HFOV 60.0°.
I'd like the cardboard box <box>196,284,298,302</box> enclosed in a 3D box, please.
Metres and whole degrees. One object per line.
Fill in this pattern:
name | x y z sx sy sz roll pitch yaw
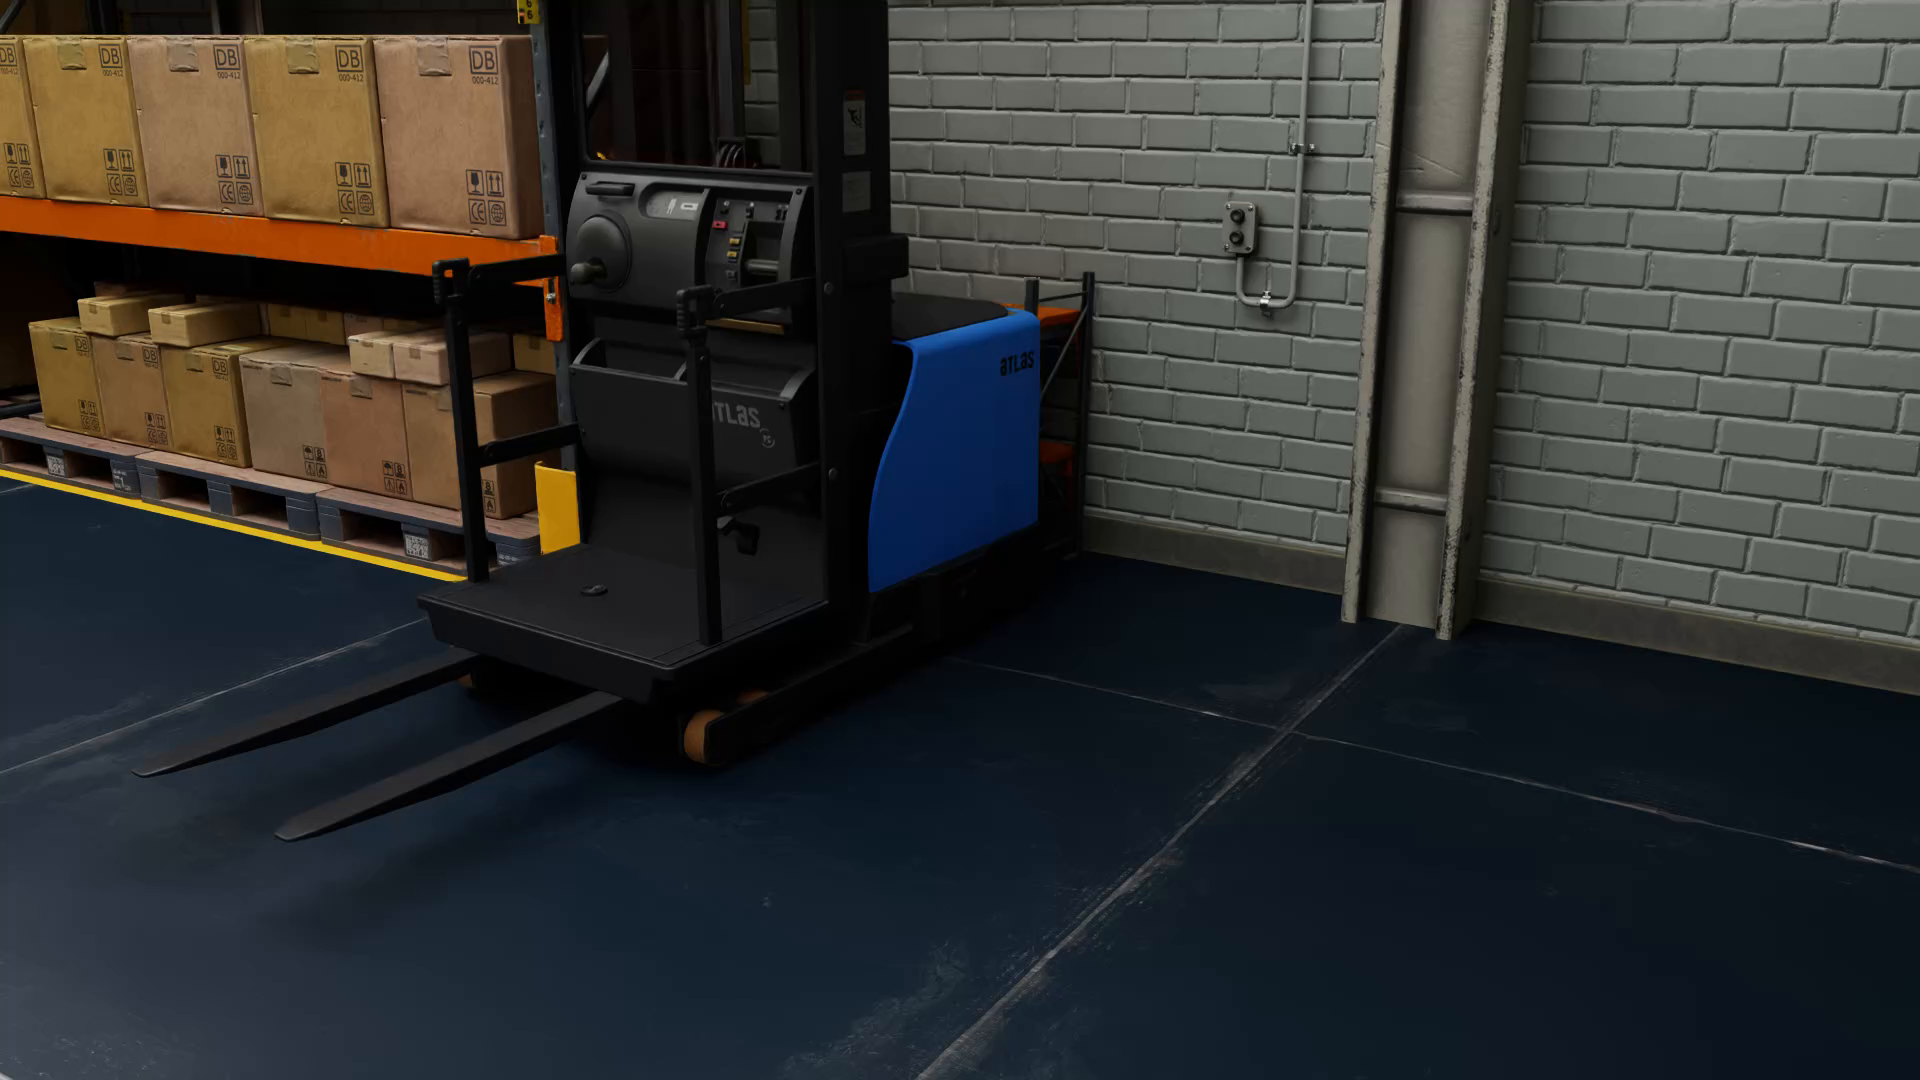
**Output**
cardboard box | -3.316 -1.088 7.765 0.250 0.149 0.380 9 19 28

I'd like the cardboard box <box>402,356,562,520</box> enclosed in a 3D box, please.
cardboard box | -1.795 -0.439 6.743 0.500 0.500 0.700 10 20 30

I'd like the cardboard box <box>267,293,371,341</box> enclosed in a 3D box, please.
cardboard box | -2.881 -1.011 7.509 0.250 0.149 0.380 10 19 29

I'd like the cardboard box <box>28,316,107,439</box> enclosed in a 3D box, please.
cardboard box | -3.972 -0.826 8.019 0.500 0.500 0.700 10 20 31

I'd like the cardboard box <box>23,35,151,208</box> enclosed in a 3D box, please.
cardboard box | -3.482 -1.905 7.476 0.700 0.700 0.980 10 19 29

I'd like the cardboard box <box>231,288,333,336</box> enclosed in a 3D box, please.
cardboard box | -3.101 -1.050 7.638 0.250 0.149 0.380 10 20 31

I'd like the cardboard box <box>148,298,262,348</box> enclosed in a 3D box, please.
cardboard box | -3.330 -0.960 7.343 0.250 0.149 0.380 9 19 28

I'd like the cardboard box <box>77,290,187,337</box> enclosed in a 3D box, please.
cardboard box | -3.775 -1.039 7.604 0.250 0.149 0.380 11 20 32

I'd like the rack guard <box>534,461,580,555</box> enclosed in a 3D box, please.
rack guard | -1.126 -0.152 6.523 0.348 0.500 1.175 10 20 30

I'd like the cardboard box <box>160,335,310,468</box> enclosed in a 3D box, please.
cardboard box | -3.109 -0.670 7.505 0.500 0.500 0.700 11 20 31

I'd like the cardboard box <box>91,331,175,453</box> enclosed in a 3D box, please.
cardboard box | -3.545 -0.749 7.764 0.500 0.500 0.700 10 20 30

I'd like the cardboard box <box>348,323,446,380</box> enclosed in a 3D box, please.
cardboard box | -2.218 -0.762 6.691 0.250 0.149 0.380 11 20 32

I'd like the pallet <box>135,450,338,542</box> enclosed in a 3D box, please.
pallet | -2.904 -0.306 7.525 1.213 0.211 1.003 10 20 30

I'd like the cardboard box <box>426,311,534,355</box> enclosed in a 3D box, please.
cardboard box | -2.016 -0.856 7.002 0.250 0.149 0.380 10 20 30

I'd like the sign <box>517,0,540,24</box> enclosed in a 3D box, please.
sign | -1.442 -1.887 5.533 0.005 0.325 0.100 10 20 30

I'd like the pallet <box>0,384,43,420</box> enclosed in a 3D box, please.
pallet | -5.252 -0.725 8.905 1.213 0.211 1.003 10 20 30

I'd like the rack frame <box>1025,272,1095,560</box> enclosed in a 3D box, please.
rack frame | 0.364 -0.441 6.350 0.032 1.125 0.500 10 16 30

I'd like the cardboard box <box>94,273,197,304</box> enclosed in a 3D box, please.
cardboard box | -3.991 -1.208 8.159 0.250 0.149 0.380 10 20 30

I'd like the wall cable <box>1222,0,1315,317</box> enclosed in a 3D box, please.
wall cable | 0.439 -1.878 6.154 1.851 1.984 0.084 10 20 30

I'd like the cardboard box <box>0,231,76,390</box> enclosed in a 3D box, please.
cardboard box | -5.177 -1.200 8.645 0.750 0.750 0.750 10 20 31

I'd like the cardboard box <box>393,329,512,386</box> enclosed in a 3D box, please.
cardboard box | -2.000 -0.723 6.564 0.250 0.149 0.380 10 19 29

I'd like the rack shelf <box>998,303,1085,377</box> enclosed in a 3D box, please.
rack shelf | -0.064 -0.800 6.529 1.000 0.278 0.538 10 16 30

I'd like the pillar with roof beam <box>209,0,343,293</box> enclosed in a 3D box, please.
pillar with roof beam | -5.759 -3.873 4.147 0.400 9.000 9.100 10 20 30

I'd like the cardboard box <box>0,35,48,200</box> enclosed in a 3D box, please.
cardboard box | -4.101 -2.017 7.846 0.700 0.700 0.980 10 20 31

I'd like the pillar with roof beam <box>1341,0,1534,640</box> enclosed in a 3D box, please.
pillar with roof beam | -0.646 -2.960 1.143 0.400 9.000 9.100 10 20 30

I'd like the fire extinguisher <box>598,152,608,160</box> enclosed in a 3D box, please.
fire extinguisher | -1.260 -0.999 5.785 0.183 0.674 0.296 10 20 30

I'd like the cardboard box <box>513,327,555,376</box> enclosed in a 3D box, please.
cardboard box | -1.584 -0.780 6.749 0.250 0.149 0.380 10 20 30

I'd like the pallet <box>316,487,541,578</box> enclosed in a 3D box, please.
pallet | -1.869 -0.120 6.913 1.213 0.211 1.003 10 20 30

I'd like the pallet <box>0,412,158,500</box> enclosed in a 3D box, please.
pallet | -3.948 -0.491 8.135 1.213 0.211 1.003 10 20 30

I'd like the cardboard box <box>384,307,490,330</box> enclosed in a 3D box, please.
cardboard box | -2.229 -0.895 7.128 0.250 0.149 0.380 10 20 31

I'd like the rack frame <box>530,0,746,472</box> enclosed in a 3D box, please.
rack frame | -1.147 -1.352 6.171 0.127 3.000 1.000 10 20 30

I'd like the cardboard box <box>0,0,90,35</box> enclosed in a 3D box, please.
cardboard box | -4.811 -2.654 8.447 0.500 0.250 0.500 11 20 32

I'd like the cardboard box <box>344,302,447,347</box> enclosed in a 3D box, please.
cardboard box | -2.447 -0.933 7.254 0.250 0.149 0.380 10 20 31

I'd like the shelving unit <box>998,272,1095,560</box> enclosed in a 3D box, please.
shelving unit | -0.072 -0.516 6.600 1.048 1.125 0.538 10 16 30

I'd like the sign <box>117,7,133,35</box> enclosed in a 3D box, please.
sign | -4.266 -2.550 8.490 0.005 0.325 0.100 10 20 30

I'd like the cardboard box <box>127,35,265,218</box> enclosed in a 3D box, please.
cardboard box | -2.857 -1.797 7.120 0.700 0.700 0.980 9 19 27

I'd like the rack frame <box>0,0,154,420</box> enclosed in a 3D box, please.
rack frame | -4.555 -1.960 8.174 0.127 3.000 1.000 10 20 30

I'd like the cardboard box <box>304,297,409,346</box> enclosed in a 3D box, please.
cardboard box | -2.666 -0.972 7.382 0.250 0.149 0.380 10 20 31

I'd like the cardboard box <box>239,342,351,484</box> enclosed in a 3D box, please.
cardboard box | -2.651 -0.591 7.244 0.500 0.500 0.700 9 19 28

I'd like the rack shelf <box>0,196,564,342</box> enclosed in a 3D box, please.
rack shelf | -2.851 -1.312 7.277 4.000 0.370 1.077 10 20 30

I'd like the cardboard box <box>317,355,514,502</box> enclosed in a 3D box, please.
cardboard box | -2.222 -0.515 6.993 0.500 0.500 0.700 10 20 30

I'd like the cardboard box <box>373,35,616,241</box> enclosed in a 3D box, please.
cardboard box | -1.586 -1.571 6.375 0.700 0.700 0.980 11 20 33

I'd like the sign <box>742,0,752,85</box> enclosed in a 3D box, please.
sign | -0.851 -1.941 6.484 0.005 0.325 0.100 10 20 30

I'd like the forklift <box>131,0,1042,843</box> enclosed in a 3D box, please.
forklift | -0.955 -0.912 4.841 1.130 2.935 3.031 11 20 33

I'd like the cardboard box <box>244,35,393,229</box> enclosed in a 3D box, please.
cardboard box | -2.212 -1.679 6.730 0.700 0.700 0.980 10 20 30

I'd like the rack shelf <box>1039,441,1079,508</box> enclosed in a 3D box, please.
rack shelf | -0.079 -0.279 6.660 1.000 0.278 0.538 10 16 30
